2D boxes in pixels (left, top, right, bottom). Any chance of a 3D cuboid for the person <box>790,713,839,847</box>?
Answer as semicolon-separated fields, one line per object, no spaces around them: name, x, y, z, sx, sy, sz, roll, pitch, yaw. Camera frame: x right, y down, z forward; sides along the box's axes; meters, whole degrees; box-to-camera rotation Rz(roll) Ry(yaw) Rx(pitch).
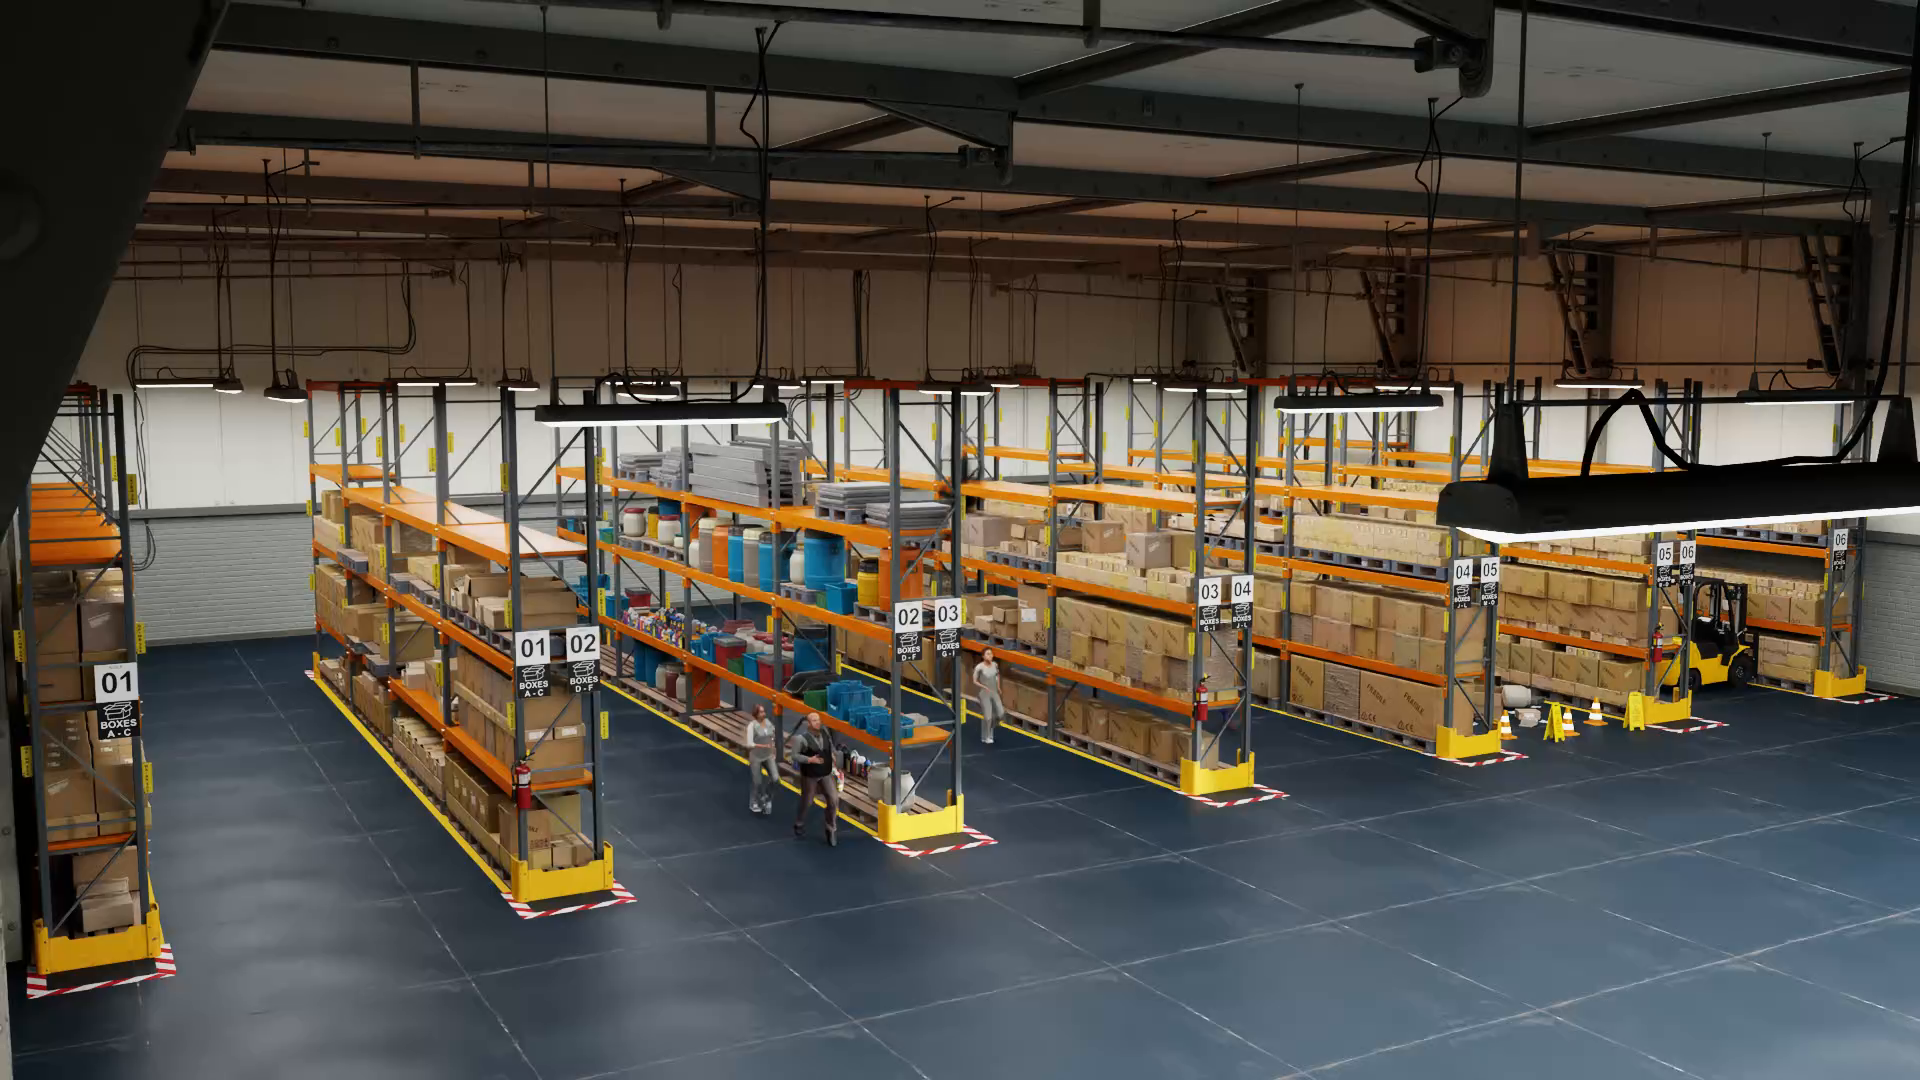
person;-1.943;3.138;21.973;0.710;1.777;0.755;-4;7;-32

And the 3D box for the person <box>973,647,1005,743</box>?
person;0.491;2.587;27.586;0.539;1.618;0.541;-3;7;-28

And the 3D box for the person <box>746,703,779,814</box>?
person;-2.752;3.065;23.234;0.510;1.578;0.644;-4;7;-35

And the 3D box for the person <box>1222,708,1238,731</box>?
person;4.433;2.444;28.867;0.613;1.650;0.930;-5;8;-40
